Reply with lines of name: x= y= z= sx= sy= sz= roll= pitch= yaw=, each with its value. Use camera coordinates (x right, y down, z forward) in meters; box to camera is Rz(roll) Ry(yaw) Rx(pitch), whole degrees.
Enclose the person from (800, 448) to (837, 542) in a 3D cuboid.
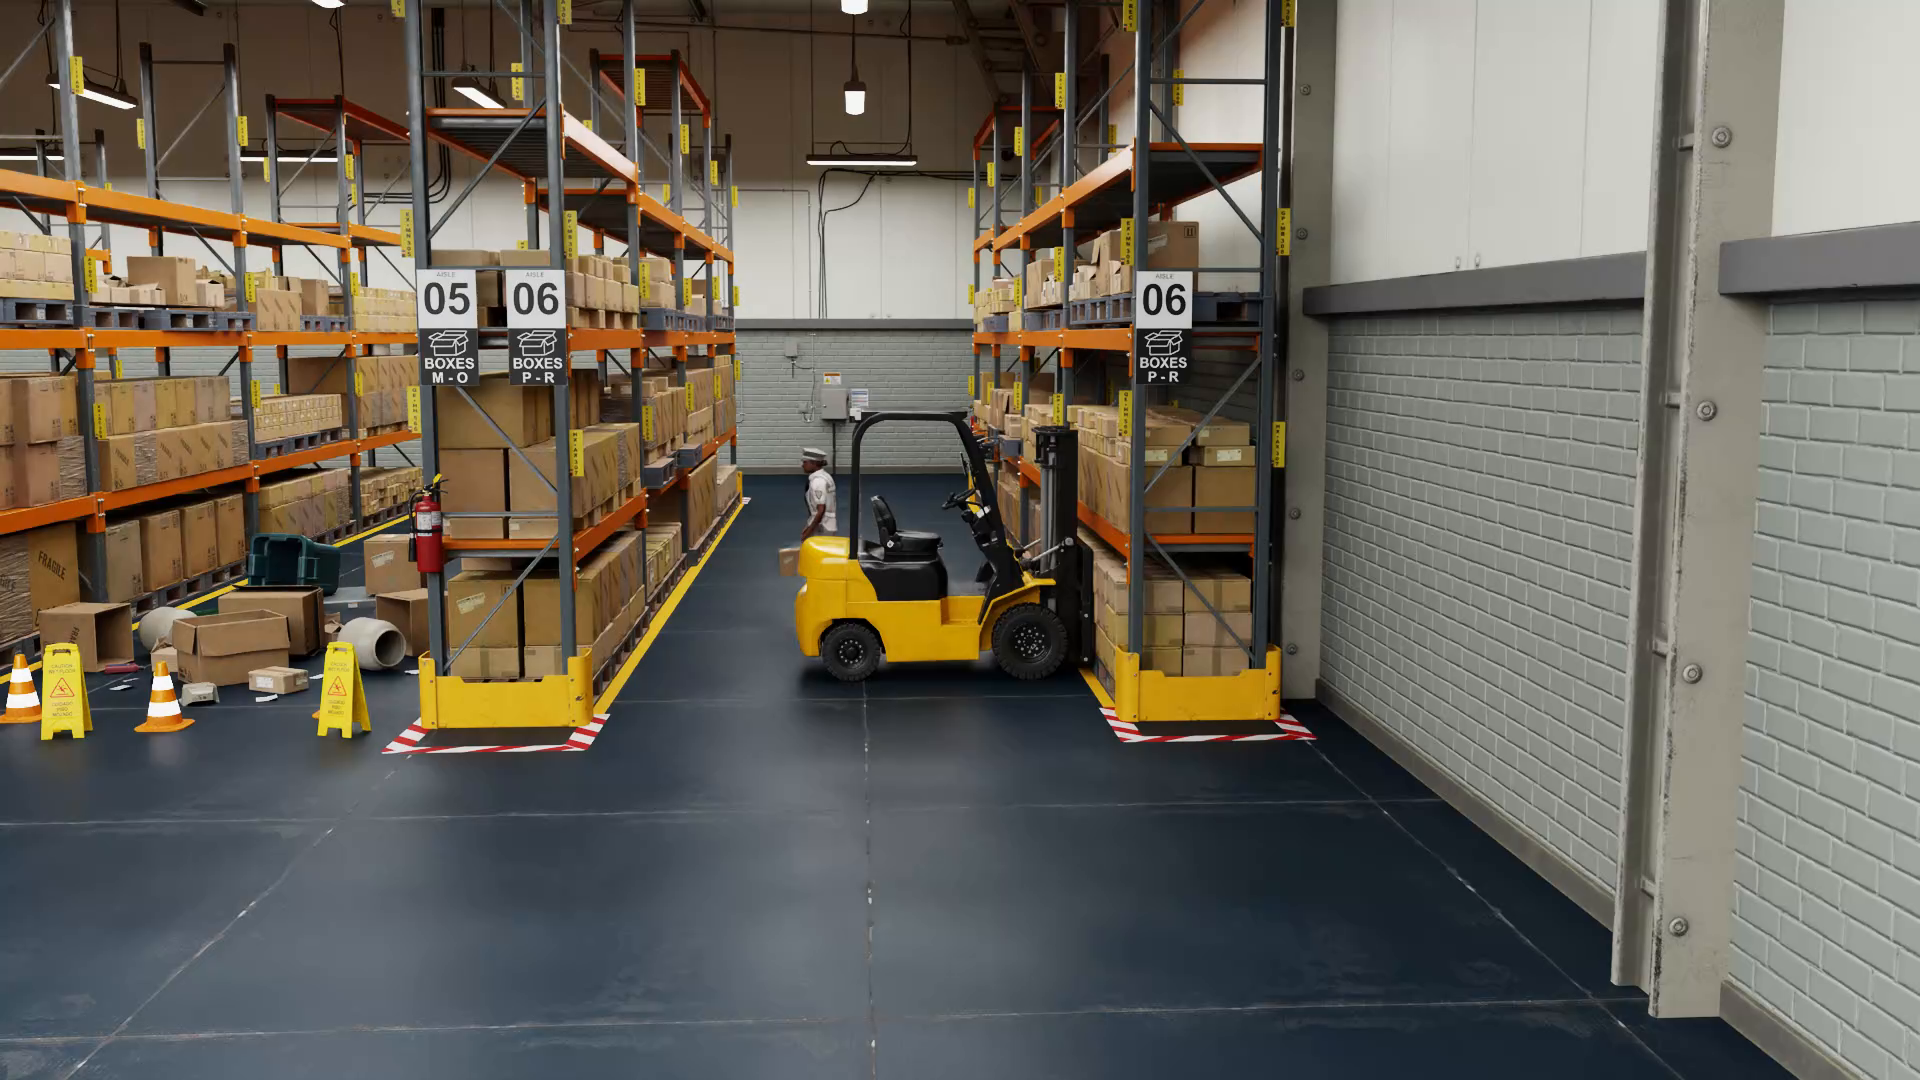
person: x=-1.391 y=-0.074 z=16.306 sx=0.370 sy=1.672 sz=0.492 roll=-1 pitch=7 yaw=-5
